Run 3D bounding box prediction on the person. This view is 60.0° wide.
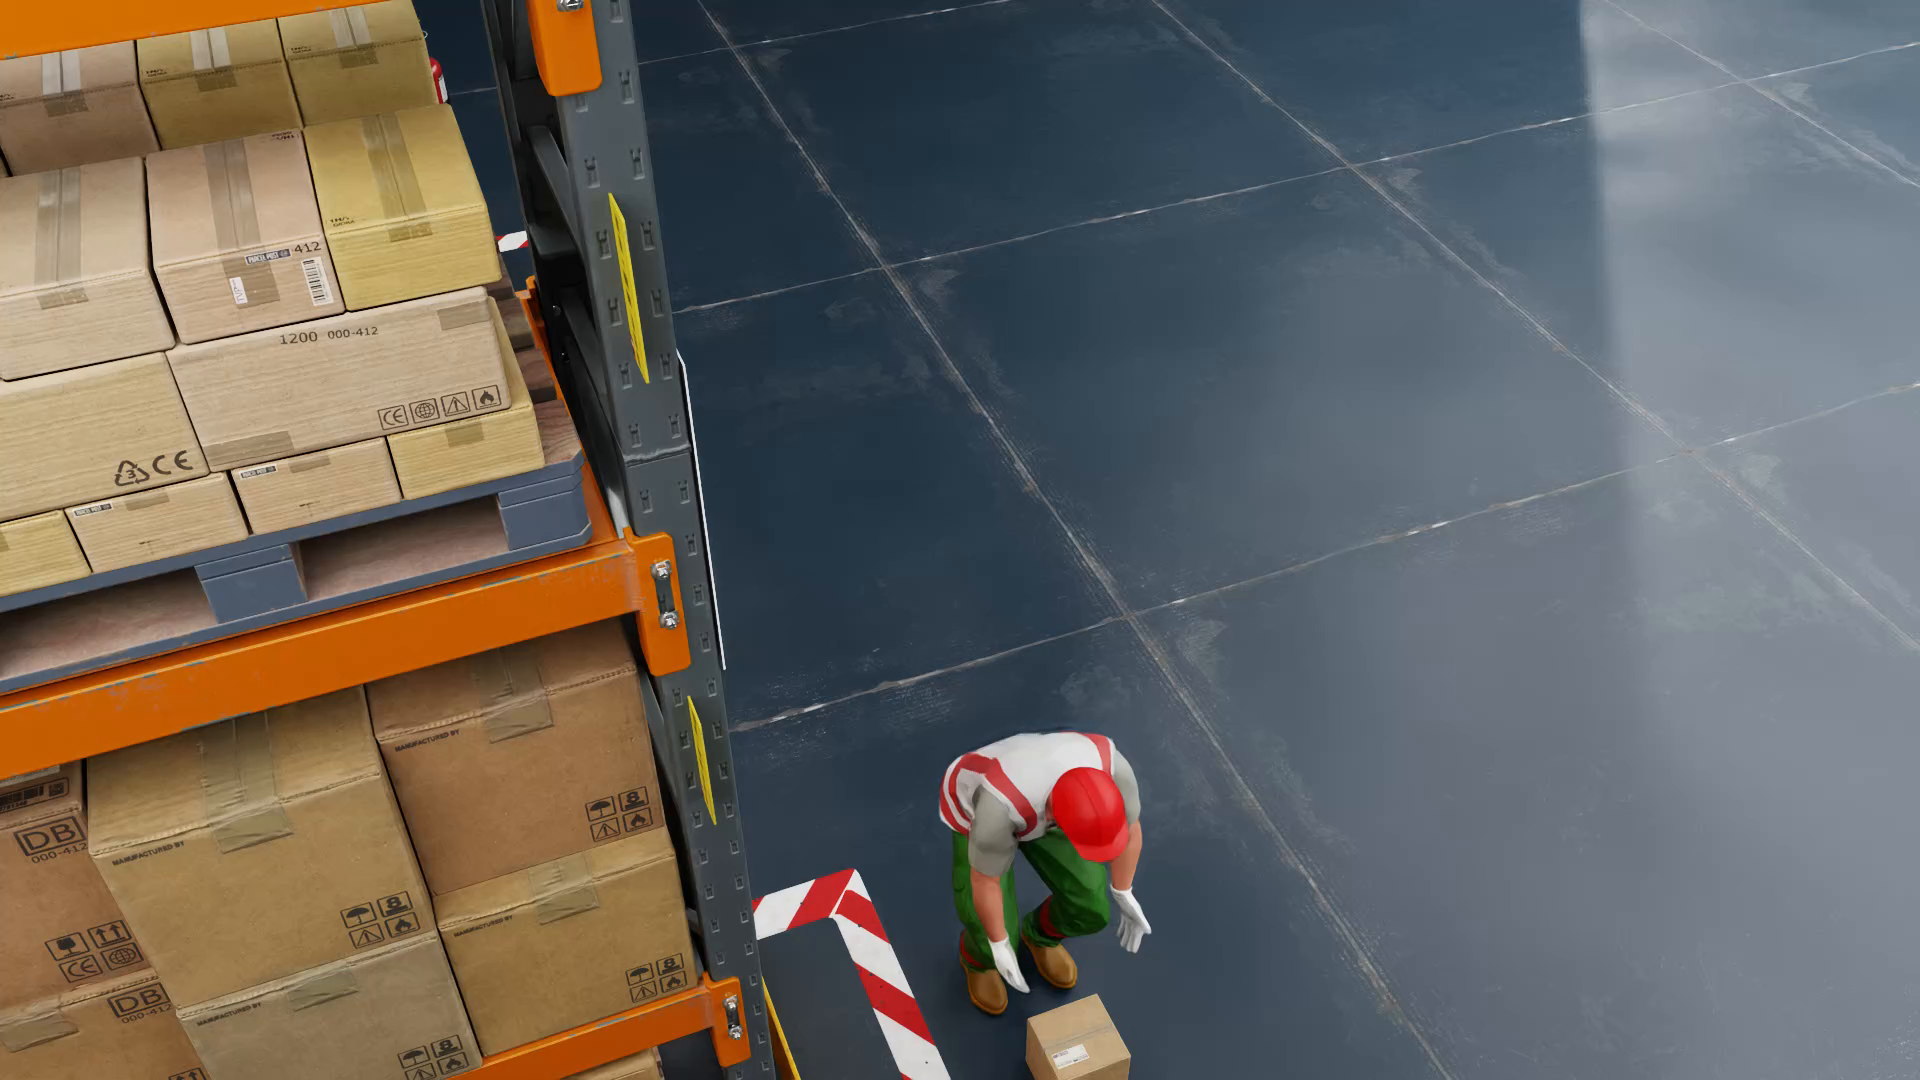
[{"bbox_3d":[0.265,1.021,5.314,0.584,1.351,0.795,-15,44,-17],"label":"person"}]
